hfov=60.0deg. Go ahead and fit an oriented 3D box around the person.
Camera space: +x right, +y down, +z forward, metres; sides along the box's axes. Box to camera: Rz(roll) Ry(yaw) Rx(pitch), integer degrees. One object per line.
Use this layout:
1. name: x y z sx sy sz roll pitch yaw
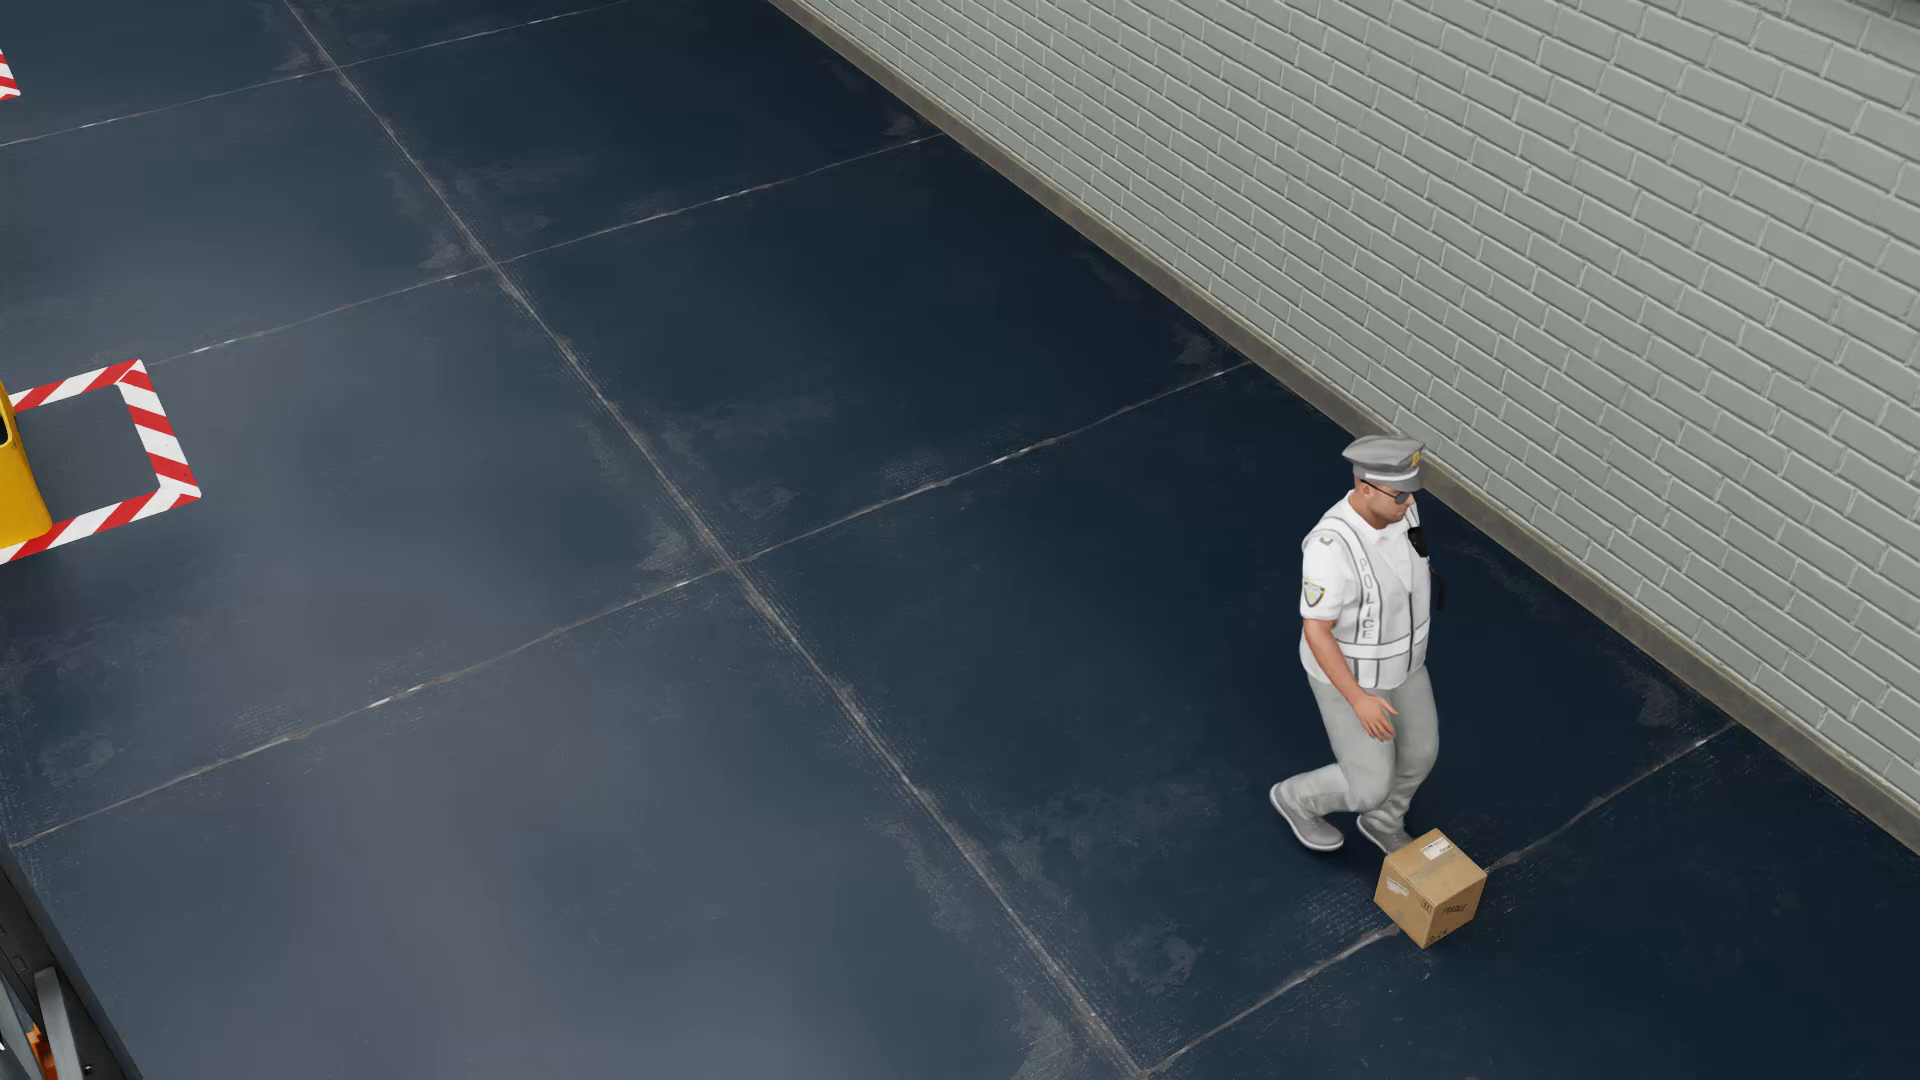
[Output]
1. person: 1.445 0.456 5.670 0.582 1.742 0.639 -29 48 -30
